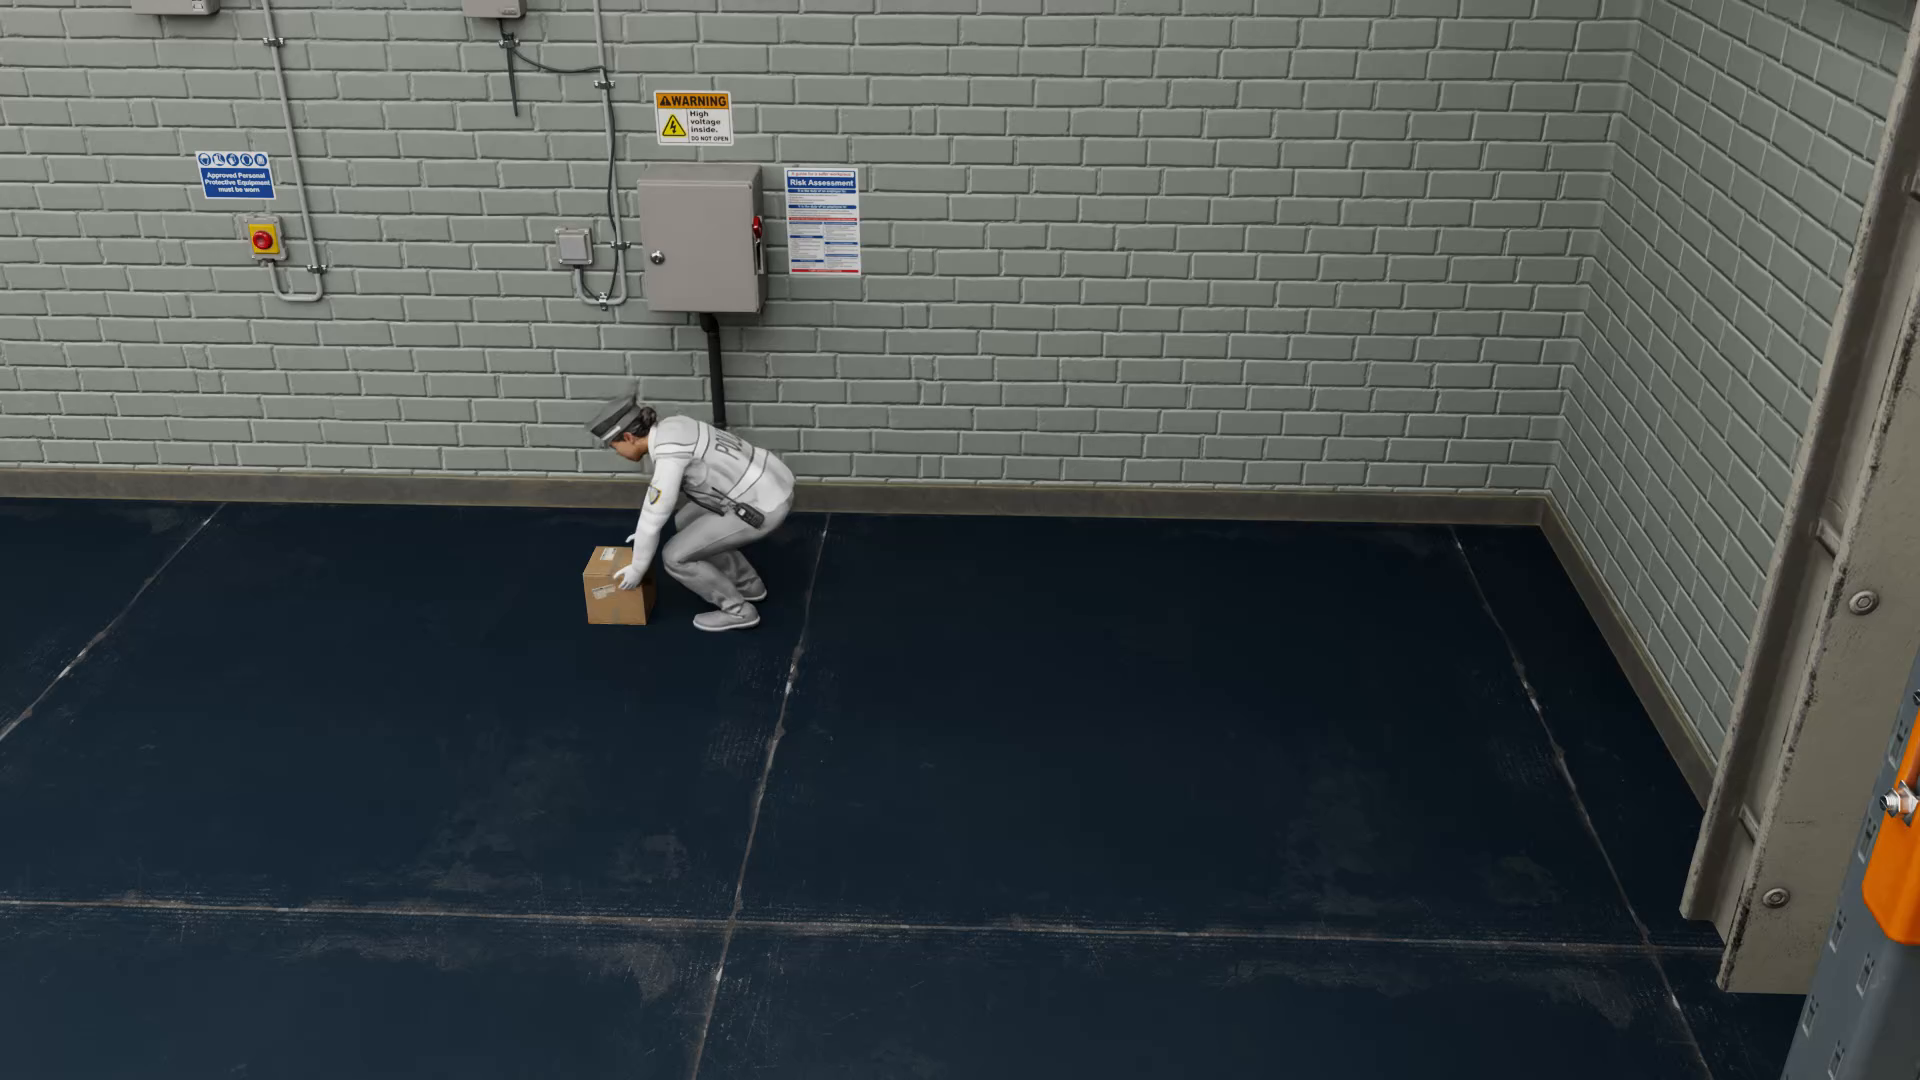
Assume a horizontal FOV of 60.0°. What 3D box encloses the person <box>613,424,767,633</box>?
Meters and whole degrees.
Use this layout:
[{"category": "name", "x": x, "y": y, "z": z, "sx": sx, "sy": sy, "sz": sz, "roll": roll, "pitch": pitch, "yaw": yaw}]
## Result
[{"category": "person", "x": -1.096, "y": -0.071, "z": 7.053, "sx": 0.760, "sy": 0.917, "sz": 0.501, "roll": 1, "pitch": 28, "yaw": 2}]
